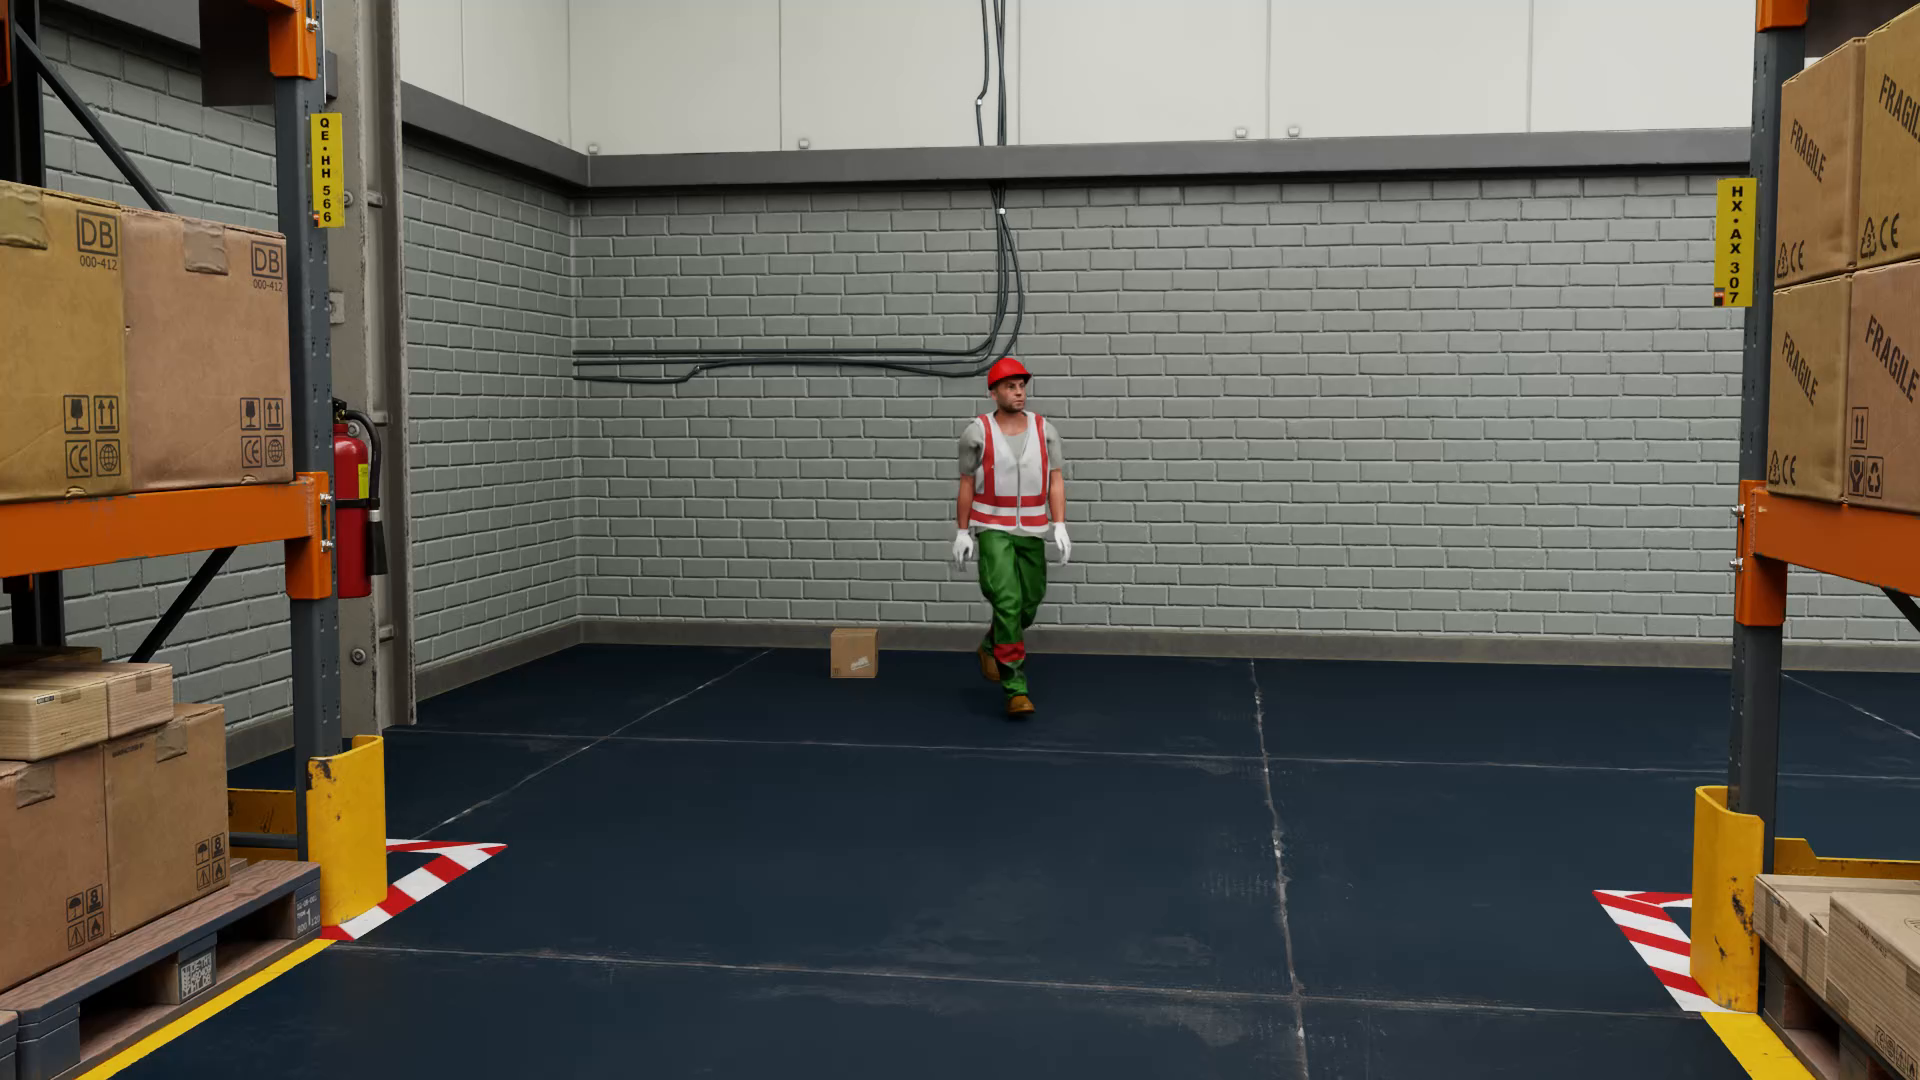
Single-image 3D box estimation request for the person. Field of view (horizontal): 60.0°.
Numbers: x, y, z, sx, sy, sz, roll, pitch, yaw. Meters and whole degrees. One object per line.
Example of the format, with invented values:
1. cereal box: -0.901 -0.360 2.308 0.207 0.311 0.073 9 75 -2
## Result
1. person: 0.249 -0.037 8.397 0.571 1.758 0.974 -1 5 -18
